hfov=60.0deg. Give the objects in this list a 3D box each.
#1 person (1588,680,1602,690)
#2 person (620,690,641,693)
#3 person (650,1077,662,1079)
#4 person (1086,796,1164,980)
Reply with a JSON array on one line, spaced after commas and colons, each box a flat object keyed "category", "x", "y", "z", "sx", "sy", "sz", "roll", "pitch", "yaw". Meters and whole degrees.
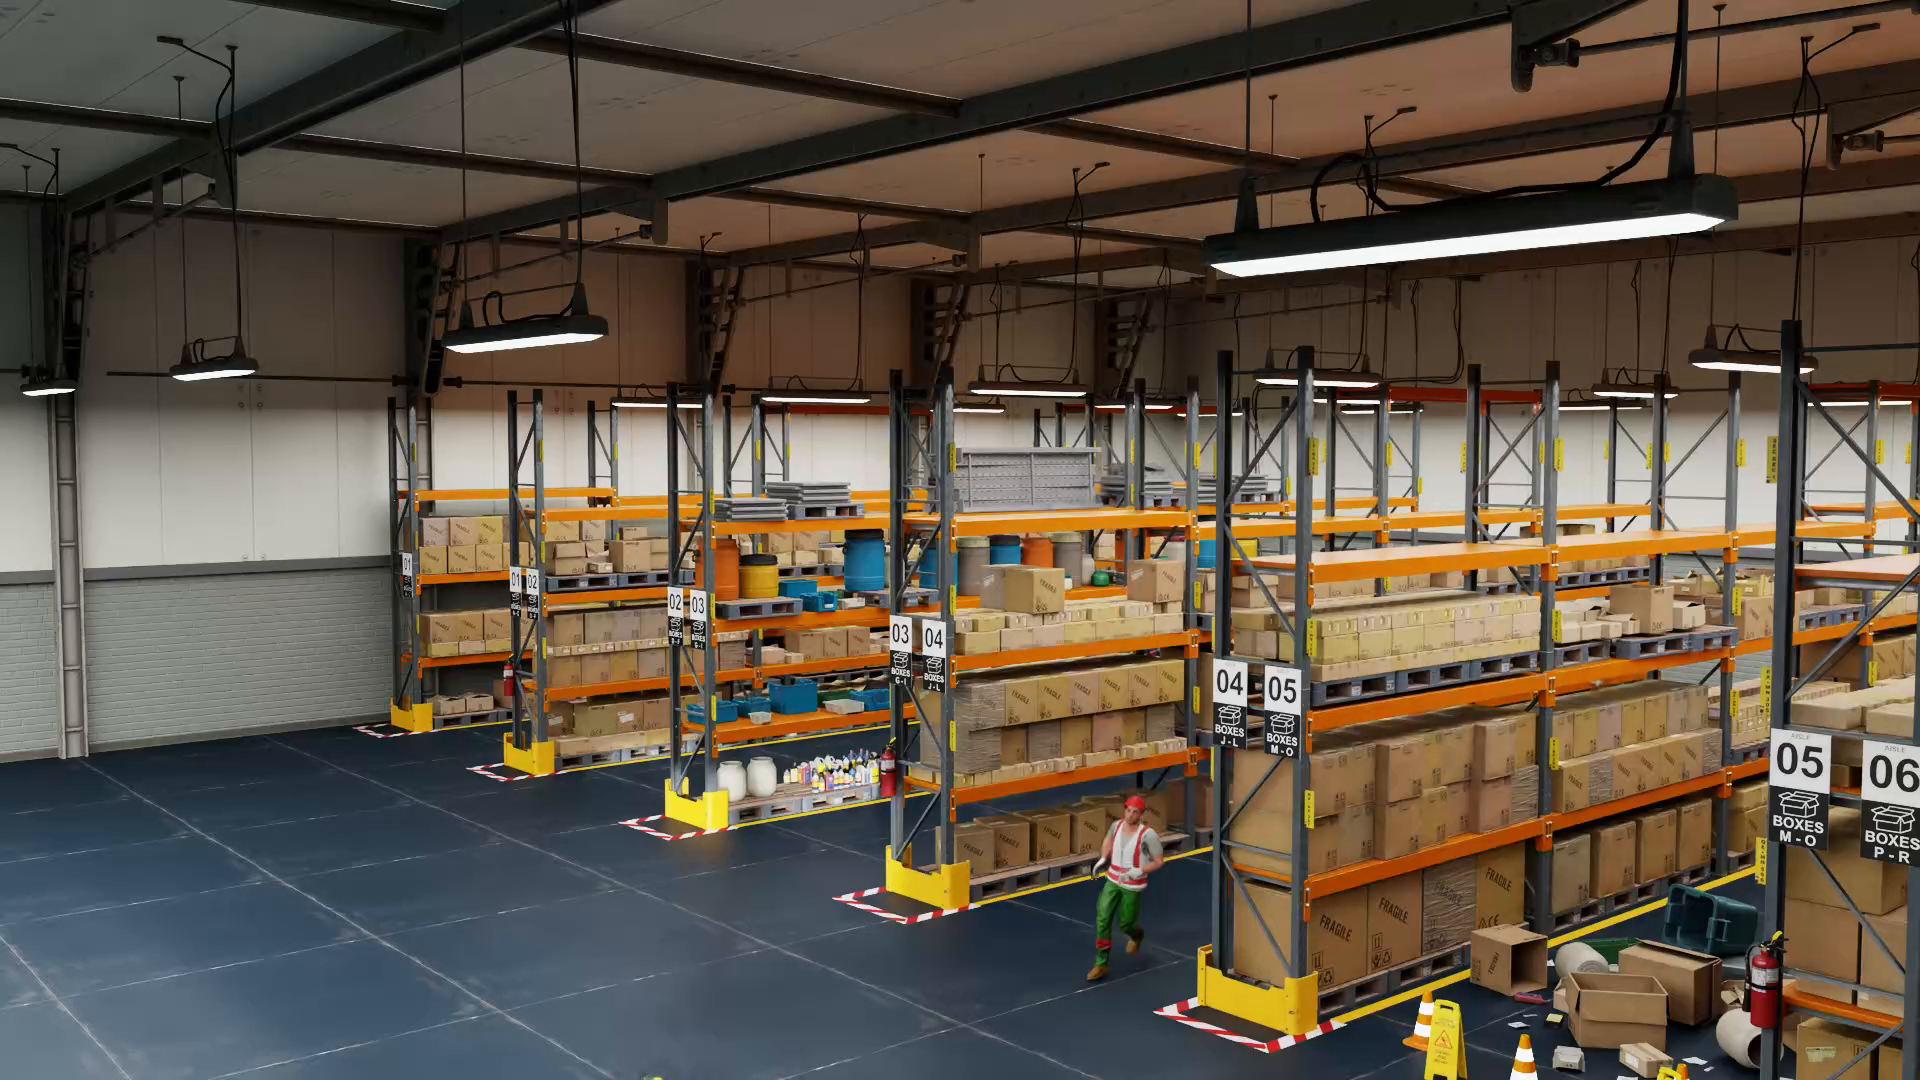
[{"category": "person", "x": 9.436, "y": 2.870, "z": 24.726, "sx": 0.598, "sy": 1.688, "sz": 0.876, "roll": 3, "pitch": 4, "yaw": 42}, {"category": "person", "x": -5.769, "y": 2.544, "z": 29.320, "sx": 0.970, "sy": 1.758, "sz": 0.656, "roll": -3, "pitch": 5, "yaw": -43}, {"category": "person", "x": -1.632, "y": 3.757, "z": 8.919, "sx": 0.700, "sy": 1.773, "sz": 0.968, "roll": 0, "pitch": 3, "yaw": -4}, {"category": "person", "x": 1.643, "y": 3.348, "z": 16.175, "sx": 0.723, "sy": 1.764, "sz": 0.893, "roll": 2, "pitch": 4, "yaw": 33}]
